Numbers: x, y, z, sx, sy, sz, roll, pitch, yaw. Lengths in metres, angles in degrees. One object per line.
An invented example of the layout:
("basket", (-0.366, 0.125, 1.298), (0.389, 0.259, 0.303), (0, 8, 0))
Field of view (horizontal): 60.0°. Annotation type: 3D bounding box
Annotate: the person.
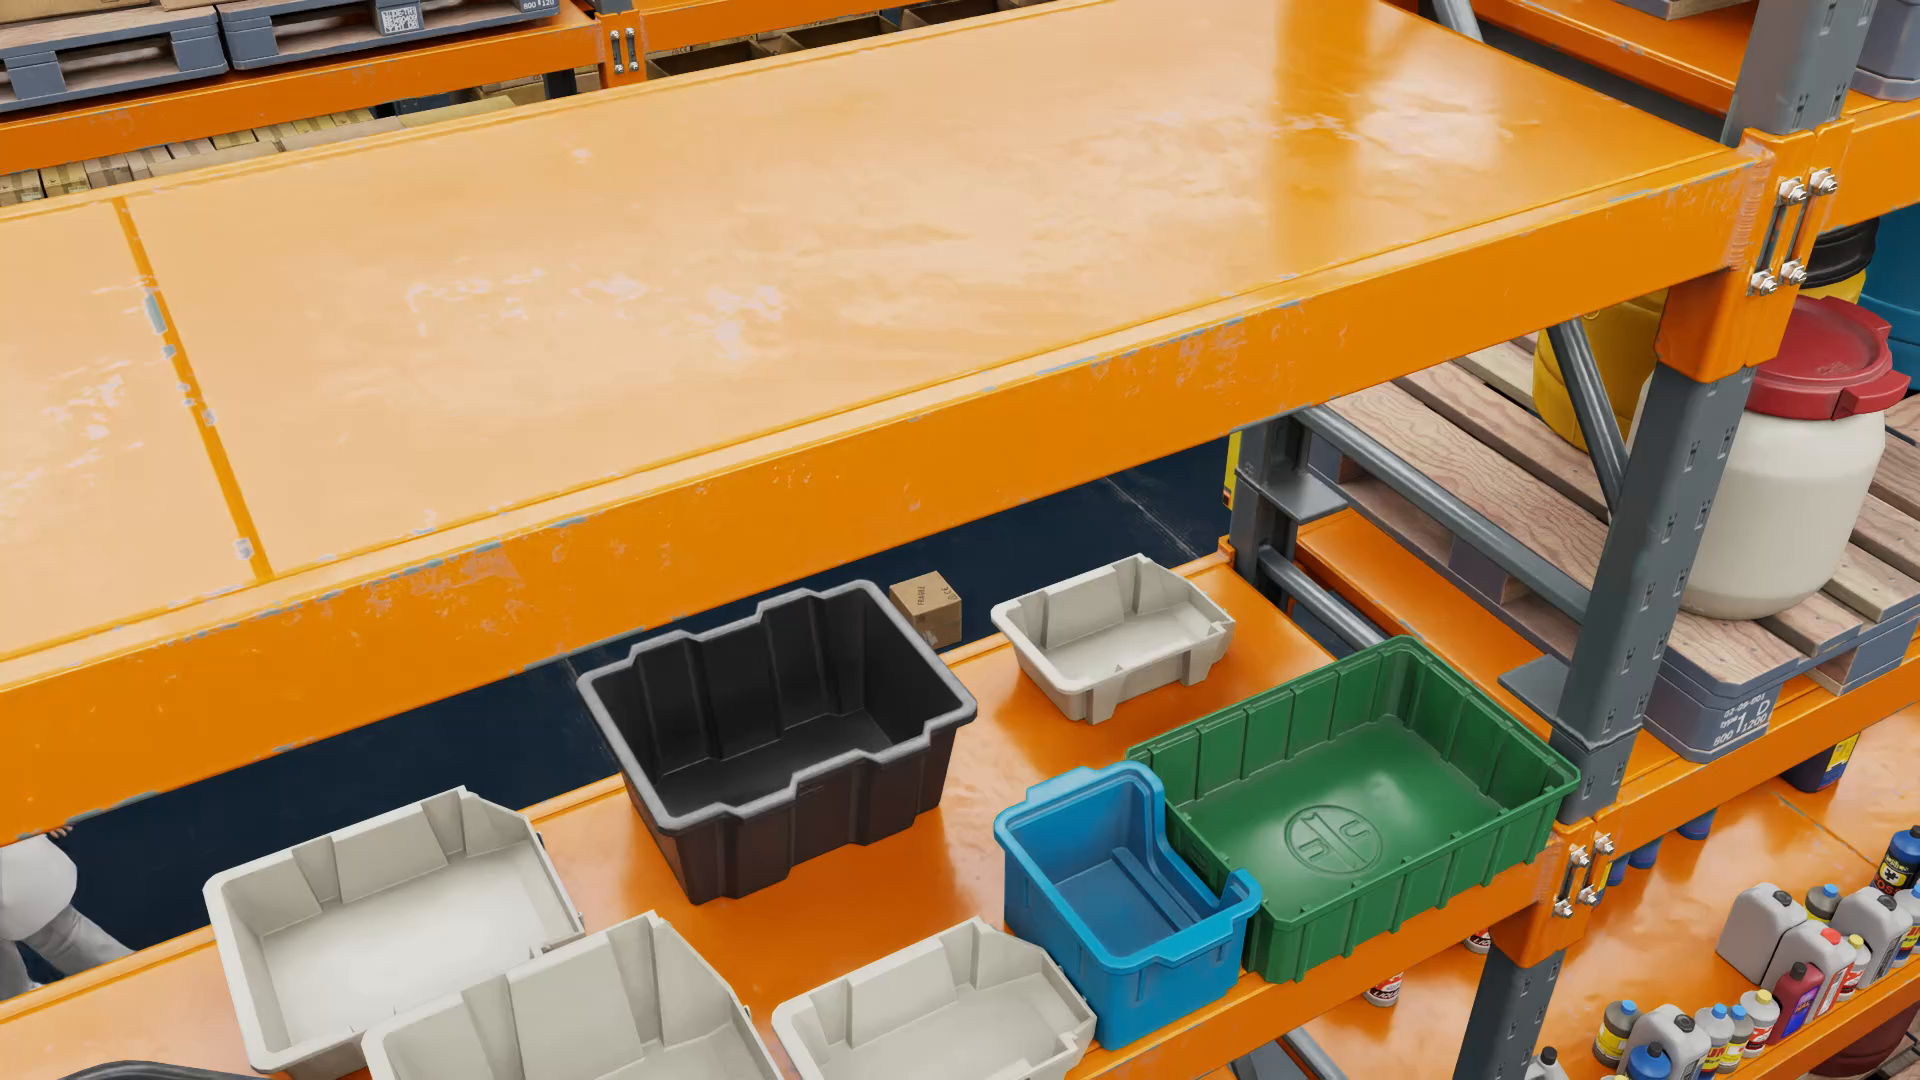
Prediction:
("person", (-3.275, 1.079, 5.513), (0.678, 1.849, 0.565), (-16, 39, -21))
